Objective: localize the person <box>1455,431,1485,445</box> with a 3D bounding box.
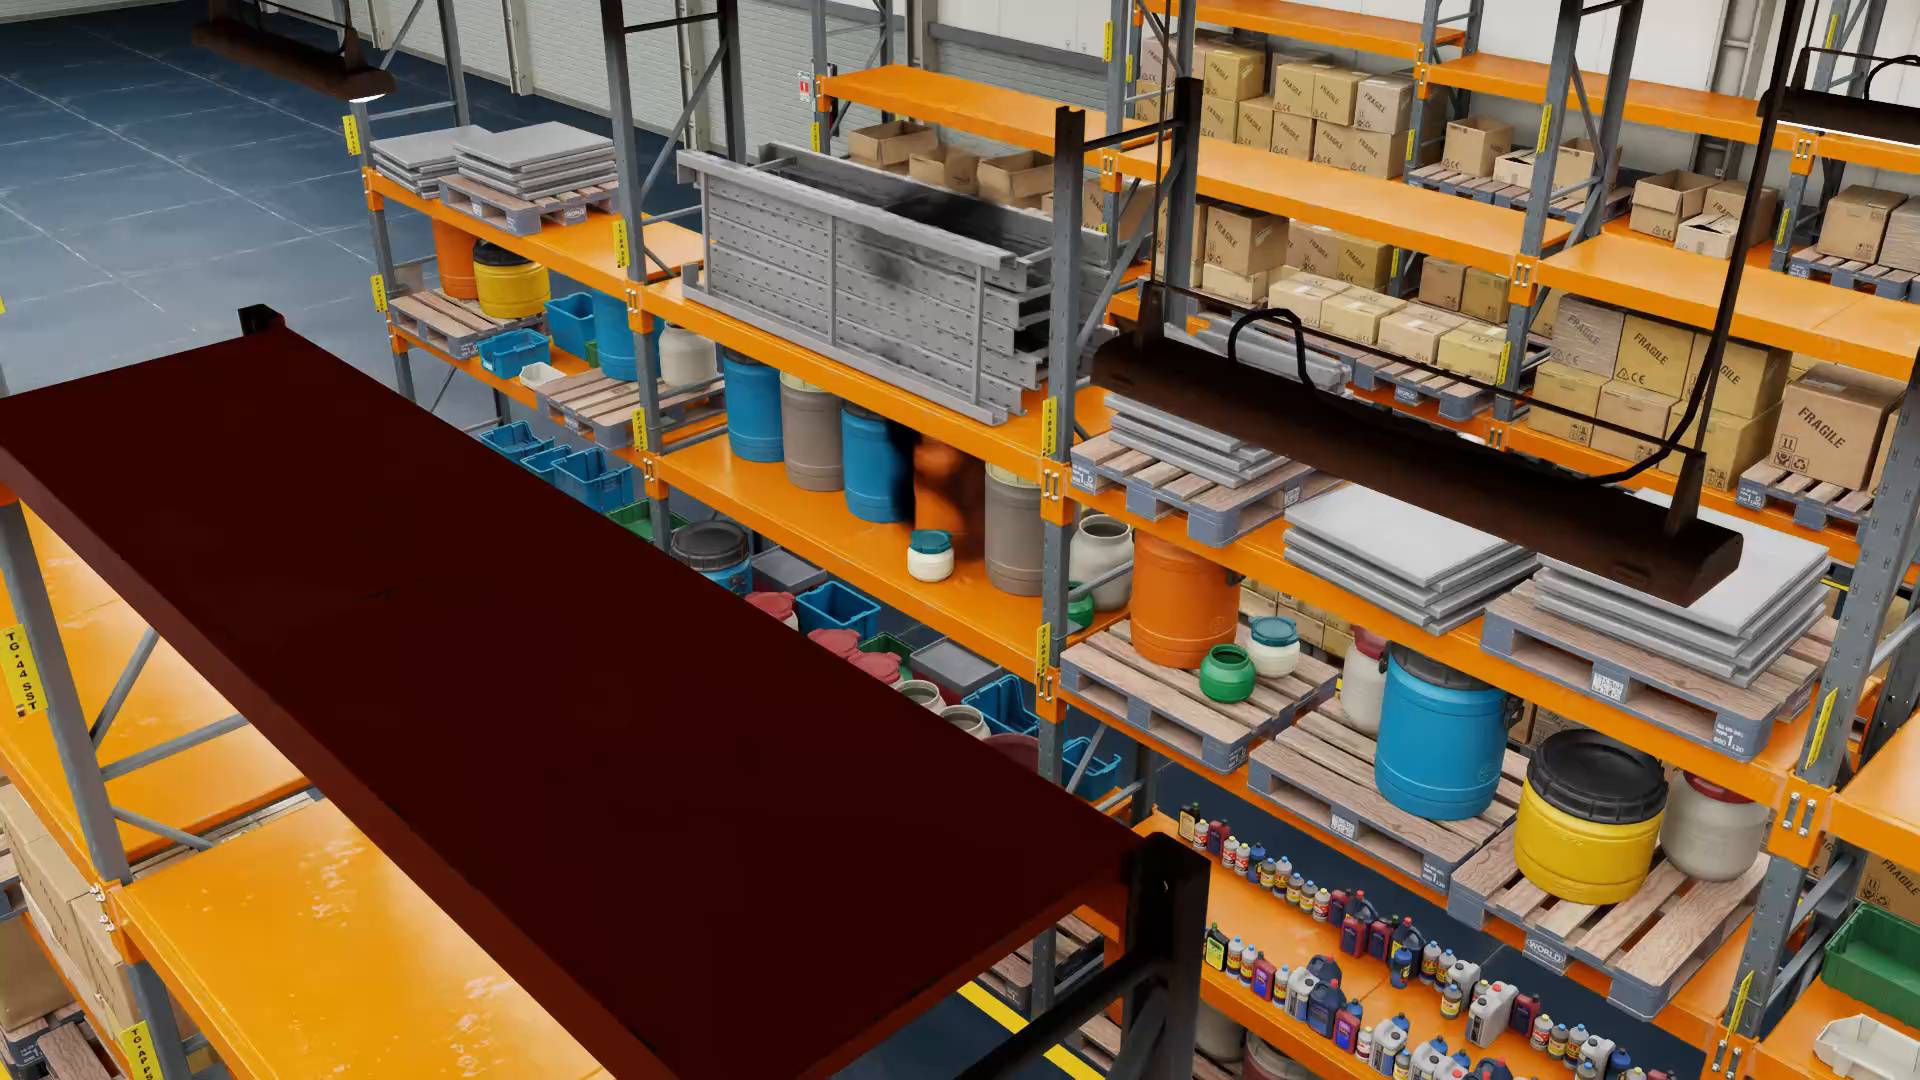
[{"bbox_3d":[4.887,-0.567,16.052,0.777,1.831,0.672,17,32,28],"label":"person"}]
